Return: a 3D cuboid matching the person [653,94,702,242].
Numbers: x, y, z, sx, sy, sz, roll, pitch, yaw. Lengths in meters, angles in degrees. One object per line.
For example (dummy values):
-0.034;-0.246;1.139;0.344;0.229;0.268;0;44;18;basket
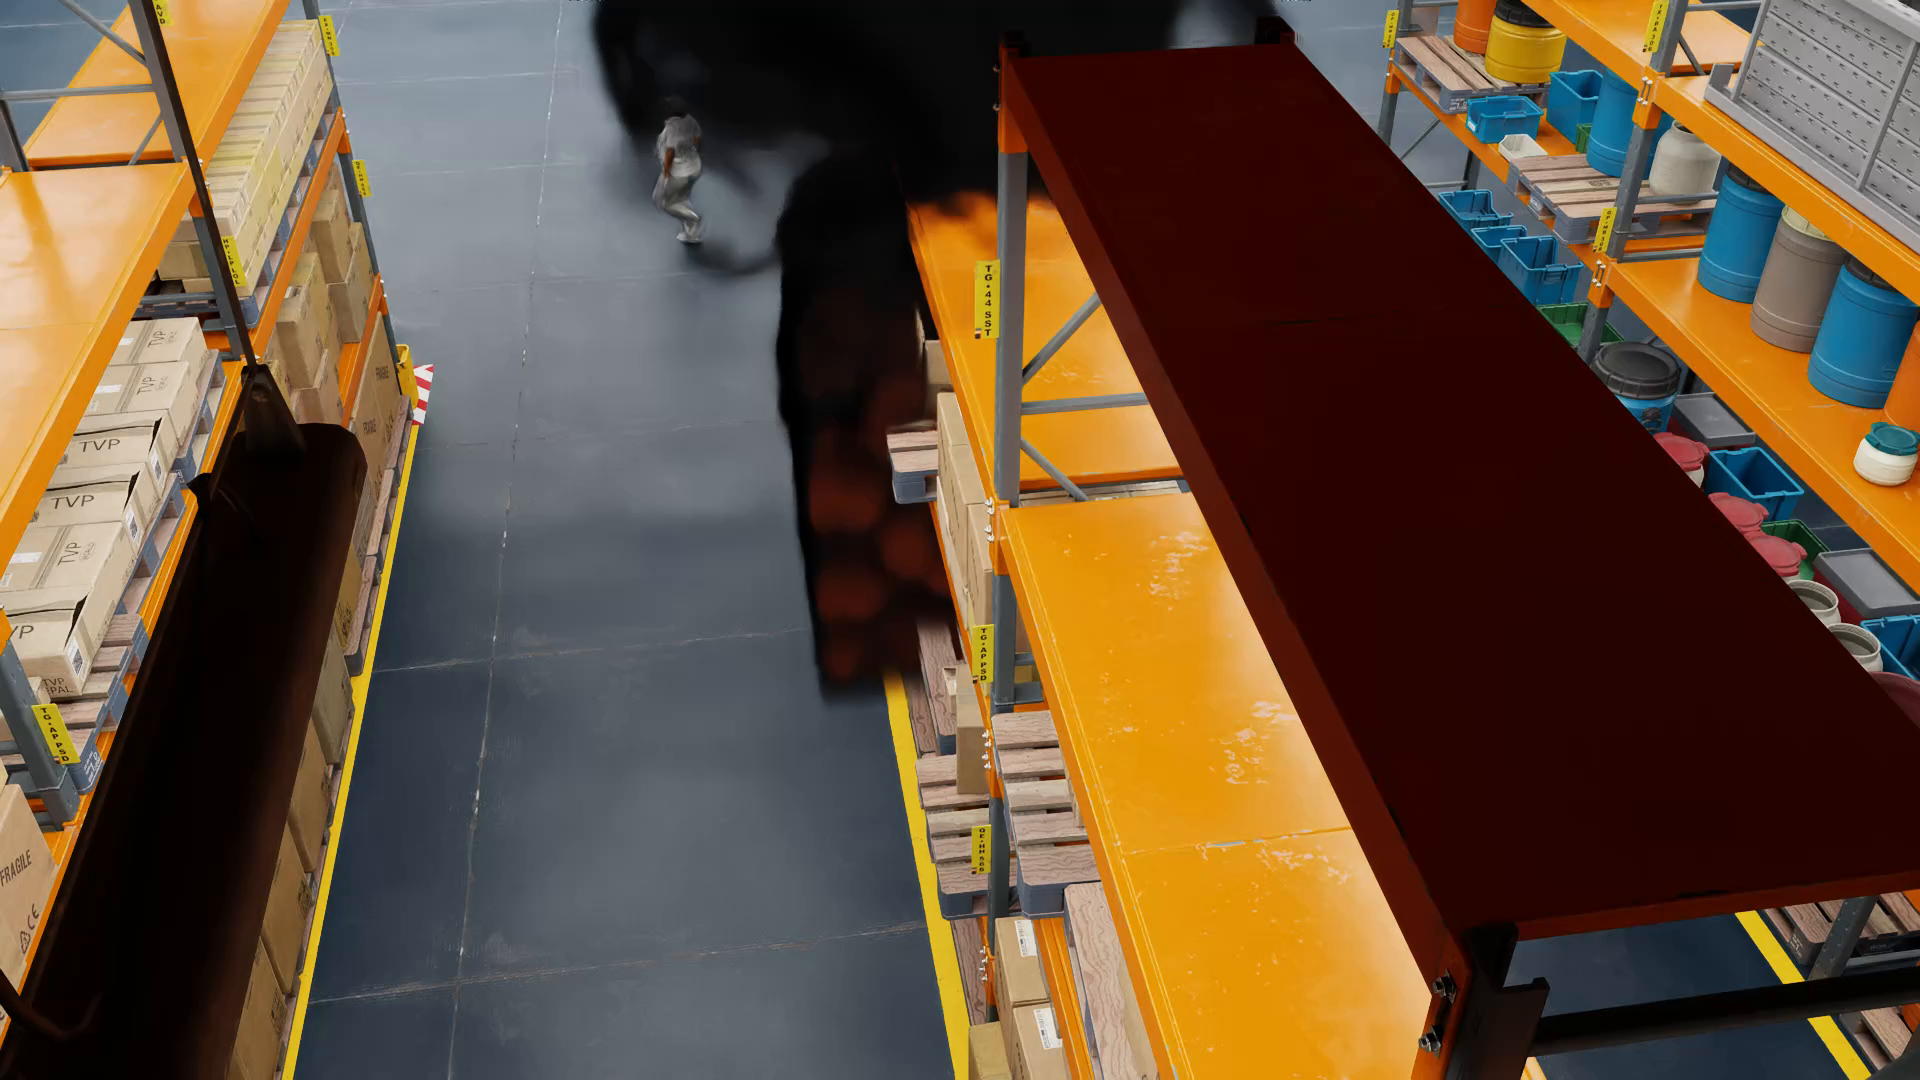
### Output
-2.935;-3.856;17.346;0.513;1.631;0.662;17;40;22;person
